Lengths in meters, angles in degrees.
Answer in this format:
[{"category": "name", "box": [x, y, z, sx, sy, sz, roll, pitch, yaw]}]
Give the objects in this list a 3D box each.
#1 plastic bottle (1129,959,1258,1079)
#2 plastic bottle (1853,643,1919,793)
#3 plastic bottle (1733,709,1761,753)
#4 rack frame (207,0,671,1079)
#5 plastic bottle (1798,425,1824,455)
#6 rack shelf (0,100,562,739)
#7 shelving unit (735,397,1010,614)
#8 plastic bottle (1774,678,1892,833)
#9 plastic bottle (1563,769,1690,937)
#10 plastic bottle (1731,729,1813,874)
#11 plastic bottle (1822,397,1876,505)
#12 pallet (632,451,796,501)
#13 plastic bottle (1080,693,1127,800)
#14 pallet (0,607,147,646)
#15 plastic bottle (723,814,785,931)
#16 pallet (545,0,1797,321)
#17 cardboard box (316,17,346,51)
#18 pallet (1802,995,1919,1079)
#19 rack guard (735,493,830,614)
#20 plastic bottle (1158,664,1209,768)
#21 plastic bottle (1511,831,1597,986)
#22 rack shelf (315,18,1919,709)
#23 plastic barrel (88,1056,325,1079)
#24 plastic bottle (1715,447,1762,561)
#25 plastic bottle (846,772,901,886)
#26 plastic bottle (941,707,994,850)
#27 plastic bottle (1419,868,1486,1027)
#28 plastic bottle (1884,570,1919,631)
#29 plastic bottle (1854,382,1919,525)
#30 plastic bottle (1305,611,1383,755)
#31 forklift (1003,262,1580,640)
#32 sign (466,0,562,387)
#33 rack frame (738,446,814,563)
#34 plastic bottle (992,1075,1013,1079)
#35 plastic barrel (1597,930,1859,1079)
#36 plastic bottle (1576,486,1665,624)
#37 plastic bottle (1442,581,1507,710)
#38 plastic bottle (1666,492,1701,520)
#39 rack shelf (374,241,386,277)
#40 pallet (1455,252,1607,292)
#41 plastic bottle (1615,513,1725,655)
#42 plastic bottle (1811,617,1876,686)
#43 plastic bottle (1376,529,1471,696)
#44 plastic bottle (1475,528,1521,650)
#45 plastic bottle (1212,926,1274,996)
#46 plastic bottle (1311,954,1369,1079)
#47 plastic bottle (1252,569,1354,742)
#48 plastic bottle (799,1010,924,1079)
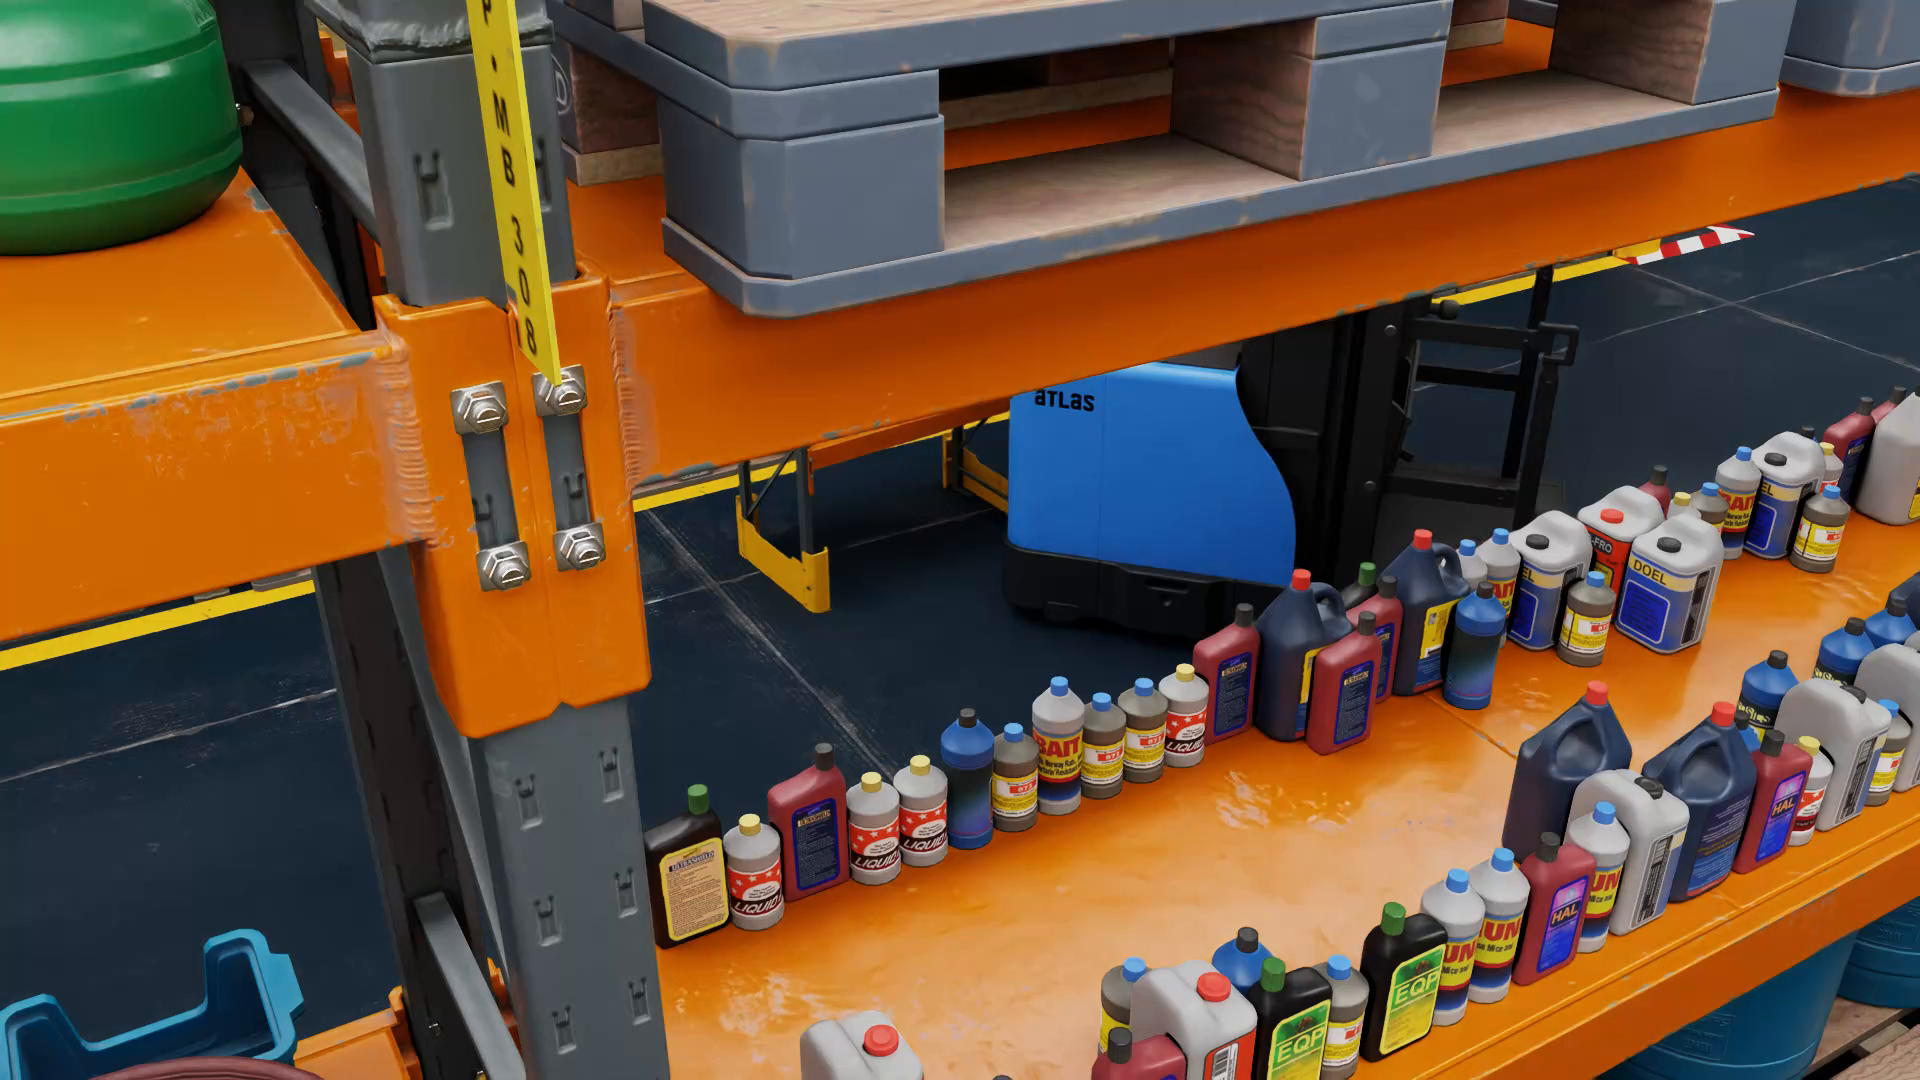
[{"category": "plastic bottle", "box": [0.341, 0.739, 2.435, 0.135, 0.276, 0.152, -16, 33, -26]}, {"category": "plastic bottle", "box": [1.812, 0.321, 3.192, 0.135, 0.276, 0.152, -16, 33, -26]}, {"category": "plastic bottle", "box": [1.380, 0.427, 3.005, 0.097, 0.271, 0.097, 0, 29, 0]}, {"category": "rack frame", "box": [-0.595, 0.769, 2.252, 0.127, 3.000, 1.000, -16, 33, -26]}, {"category": "plastic bottle", "box": [2.033, -0.150, 4.050, 0.097, 0.271, 0.097, 0, 29, 0]}, {"category": "rack shelf", "box": [-2.319, 0.260, 0.814, 4.000, 0.370, 1.077, -16, 33, -26]}, {"category": "shelving unit", "box": [-0.282, -0.643, 6.364, 1.083, 1.500, 0.587, -19, 34, -31]}, {"category": "plastic bottle", "box": [1.612, 0.378, 3.089, 0.135, 0.276, 0.152, -16, 33, -26]}, {"category": "plastic bottle", "box": [1.138, 0.512, 2.845, 0.135, 0.276, 0.152, -16, 33, -26]}, {"category": "plastic bottle", "box": [1.436, 0.450, 2.951, 0.133, 0.283, 0.061, -16, 33, -26]}, {"category": "plastic bottle", "box": [2.207, -0.215, 4.155, 0.133, 0.283, 0.061, -16, 33, -26]}, {"category": "pallet", "box": [-1.387, -0.538, 7.507, 1.213, 0.211, 1.003, -16, 33, -26]}, {"category": "plastic bottle", "box": [0.265, 0.383, 3.157, 0.097, 0.201, 0.097, 0, 29, 0]}, {"category": "pallet", "box": [-3.830, 0.111, 6.331, 1.213, 0.211, 1.003, -16, 33, -26]}, {"category": "plastic bottle", "box": [-0.353, 0.558, 2.839, 0.097, 0.201, 0.097, 0, 29, 0]}, {"category": "pallet", "box": [0.114, -0.608, 1.839, 1.213, 0.211, 1.003, -16, 33, -26]}, {"category": "cardboard box", "box": [-2.615, -1.724, 6.232, 0.700, 0.500, 0.500, 22, 36, 34]}, {"category": "pallet", "box": [2.168, 1.182, 4.390, 1.213, 0.211, 1.003, -16, 33, -26]}, {"category": "rack guard", "box": [-0.686, 0.044, 6.411, 0.087, 0.250, 0.587, -19, 34, -31]}, {"category": "plastic bottle", "box": [0.433, 0.335, 3.244, 0.097, 0.201, 0.097, 0, 29, 0]}, {"category": "plastic bottle", "box": [0.962, 0.585, 2.707, 0.133, 0.283, 0.061, -16, 33, -26]}, {"category": "rack shelf", "box": [1.130, -0.719, 2.589, 4.000, 0.370, 1.077, -16, 33, -26]}, {"category": "plastic barrel", "box": [-0.841, 0.949, 1.785, 0.708, 0.536, 0.600, -16, 33, -26]}, {"category": "plastic bottle", "box": [1.833, -0.093, 3.947, 0.097, 0.271, 0.097, 0, 29, 0]}, {"category": "plastic bottle", "box": [-0.154, 0.502, 2.942, 0.097, 0.201, 0.097, 0, 29, 0]}, {"category": "plastic bottle", "box": [0.014, 0.424, 3.011, 0.097, 0.271, 0.097, 0, 29, 0]}, {"category": "plastic bottle", "box": [0.769, 0.635, 2.629, 0.097, 0.271, 0.097, 0, 29, 0]}, {"category": "plastic bottle", "box": [1.995, 0.158, 3.411, 0.185, 0.351, 0.144, -16, 33, -26]}, {"category": "plastic bottle", "box": [2.352, -0.228, 4.109, 0.185, 0.351, 0.144, -16, 33, -26]}, {"category": "plastic bottle", "box": [0.756, 0.278, 3.262, 0.133, 0.283, 0.061, -16, 33, -26]}, {"category": "forklift", "box": [1.736, -1.022, 5.568, 3.031, 2.935, 1.130, 8, 30, 14]}, {"category": "sign", "box": [-0.310, -0.271, 1.141, 0.005, 0.325, 0.100, -16, 33, -26]}, {"category": "rack frame", "box": [-0.702, -0.497, 6.099, 0.032, 1.500, 0.500, -19, 34, -31]}, {"category": "plastic bottle", "box": [0.056, 0.837, 2.262, 0.097, 0.271, 0.097, 0, 29, 0]}, {"category": "plastic barrel", "box": [1.766, 0.824, 3.890, 0.708, 0.901, 0.600, -16, 33, -26]}, {"category": "plastic bottle", "box": [1.464, 0.025, 3.728, 0.135, 0.276, 0.152, -16, 33, -26]}, {"category": "plastic bottle", "box": [1.055, 0.209, 3.400, 0.097, 0.271, 0.097, 0, 29, 0]}, {"category": "plastic bottle", "box": [1.665, -0.015, 3.877, 0.097, 0.201, 0.097, 0, 29, 0]}, {"category": "rack shelf", "box": [-1.376, -1.470, 7.054, 4.000, 0.370, 1.077, -16, 33, -26]}, {"category": "pallet", "box": [3.044, -1.819, 9.827, 1.213, 0.211, 1.003, -16, 33, -26]}, {"category": "plastic bottle", "box": [1.541, 0.089, 3.613, 0.135, 0.276, 0.152, -16, 33, -26]}, {"category": "plastic bottle", "box": [1.733, 0.276, 3.279, 0.097, 0.271, 0.097, 0, 29, 0]}, {"category": "plastic bottle", "box": [0.956, 0.134, 3.453, 0.185, 0.351, 0.144, -16, 33, -26]}, {"category": "plastic bottle", "box": [1.150, 0.101, 3.596, 0.097, 0.271, 0.097, 0, 29, 0]}, {"category": "plastic bottle", "box": [0.424, 0.698, 2.513, 0.097, 0.271, 0.097, 0, 29, 0]}, {"category": "plastic bottle", "box": [0.570, 0.722, 2.543, 0.097, 0.201, 0.097, 0, 29, 0]}, {"category": "plastic bottle", "box": [0.682, 0.212, 3.312, 0.185, 0.351, 0.144, -16, 33, -26]}, {"category": "plastic bottle", "box": [-0.135, 0.789, 2.345, 0.135, 0.276, 0.152, -16, 33, -26]}]
